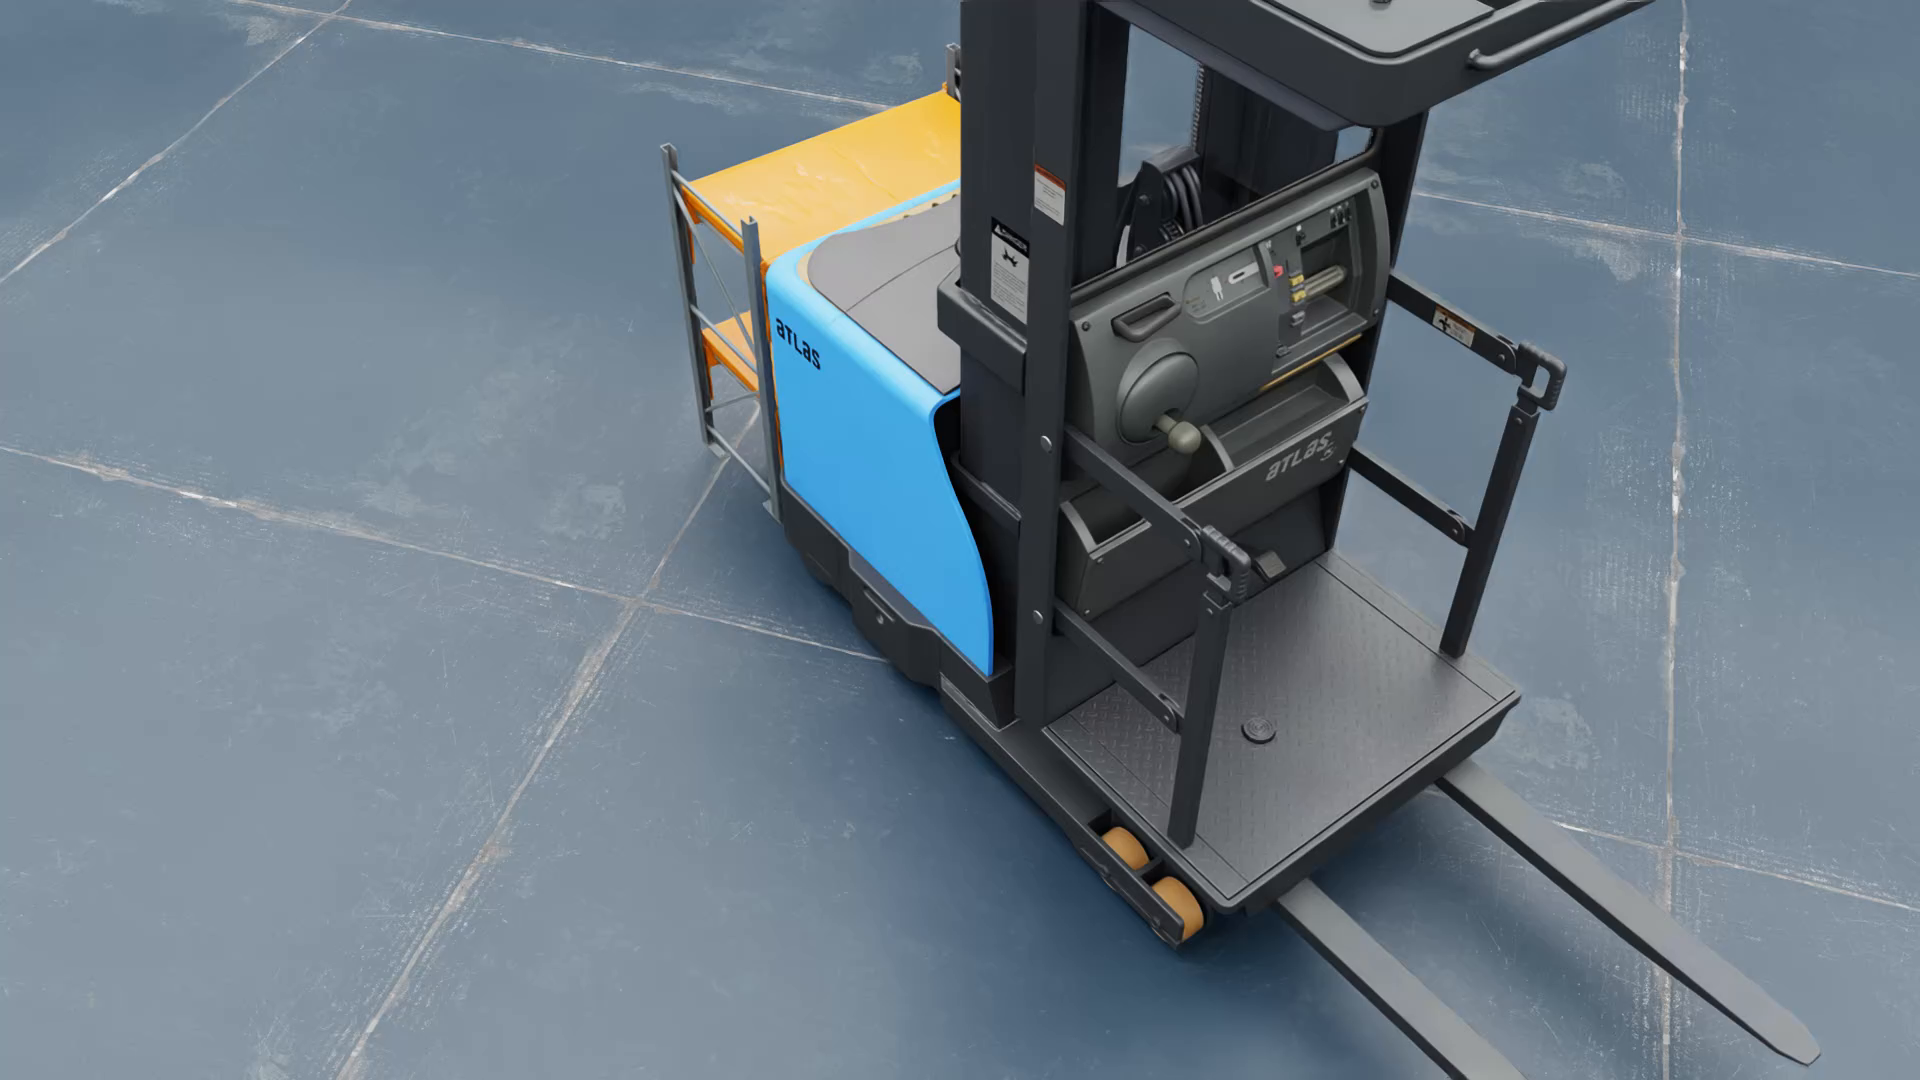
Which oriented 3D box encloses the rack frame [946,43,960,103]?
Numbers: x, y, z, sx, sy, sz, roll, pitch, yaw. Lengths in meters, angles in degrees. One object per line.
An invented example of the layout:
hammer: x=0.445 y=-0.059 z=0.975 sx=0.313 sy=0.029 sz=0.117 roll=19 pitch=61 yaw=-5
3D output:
rack frame: x=0.115 y=-1.018 z=5.486 sx=0.032 sy=1.125 sz=0.500 roll=-27 pitch=50 yaw=-25

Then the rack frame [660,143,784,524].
rack frame: x=-0.709 y=-0.601 z=5.060 sx=0.032 sy=1.125 sz=0.500 roll=-27 pitch=50 yaw=-25

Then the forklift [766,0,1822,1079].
forklift: x=0.756 y=-0.428 z=3.592 sx=1.130 sy=2.935 sz=3.031 roll=-28 pitch=51 yaw=-26

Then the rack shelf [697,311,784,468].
rack shelf: x=-0.297 y=-0.635 z=5.444 sx=1.000 sy=0.278 sz=0.538 roll=-27 pitch=50 yaw=-25

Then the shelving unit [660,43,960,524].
shelving unit: x=-0.297 y=-0.809 z=5.273 sx=1.048 sy=1.125 sz=0.538 roll=-27 pitch=50 yaw=-25

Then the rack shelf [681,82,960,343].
rack shelf: x=-0.297 y=-1.019 z=5.068 sx=1.000 sy=0.278 sz=0.538 roll=-27 pitch=50 yaw=-25
